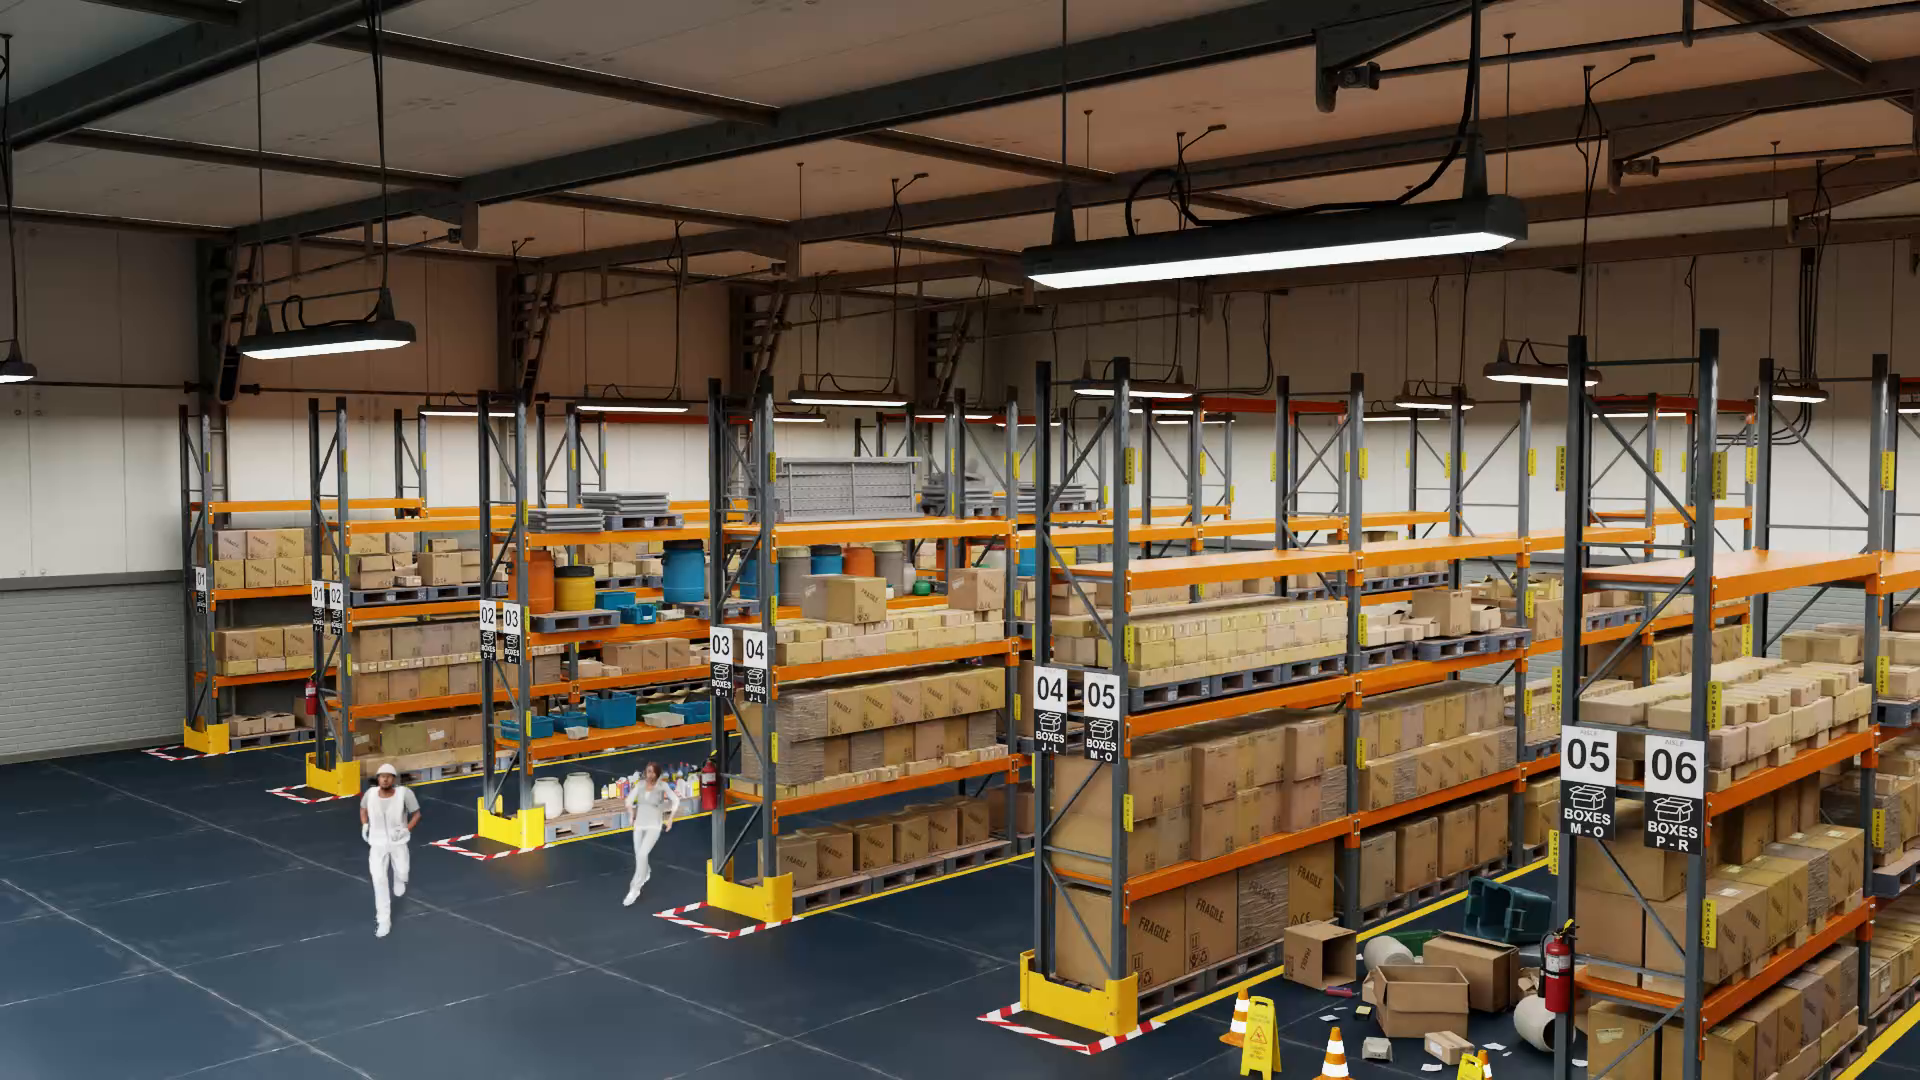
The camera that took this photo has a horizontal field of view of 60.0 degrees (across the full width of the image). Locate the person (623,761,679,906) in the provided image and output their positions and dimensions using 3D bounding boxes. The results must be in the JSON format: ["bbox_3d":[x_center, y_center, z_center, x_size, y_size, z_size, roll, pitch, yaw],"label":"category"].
[{"bbox_3d":[-3.610,3.360,19.268,0.612,1.600,0.762,1,3,16],"label":"person"}]

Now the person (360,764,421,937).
[{"bbox_3d":[-6.254,3.334,18.262,0.644,1.775,1.137,-1,3,-16],"label":"person"}]
